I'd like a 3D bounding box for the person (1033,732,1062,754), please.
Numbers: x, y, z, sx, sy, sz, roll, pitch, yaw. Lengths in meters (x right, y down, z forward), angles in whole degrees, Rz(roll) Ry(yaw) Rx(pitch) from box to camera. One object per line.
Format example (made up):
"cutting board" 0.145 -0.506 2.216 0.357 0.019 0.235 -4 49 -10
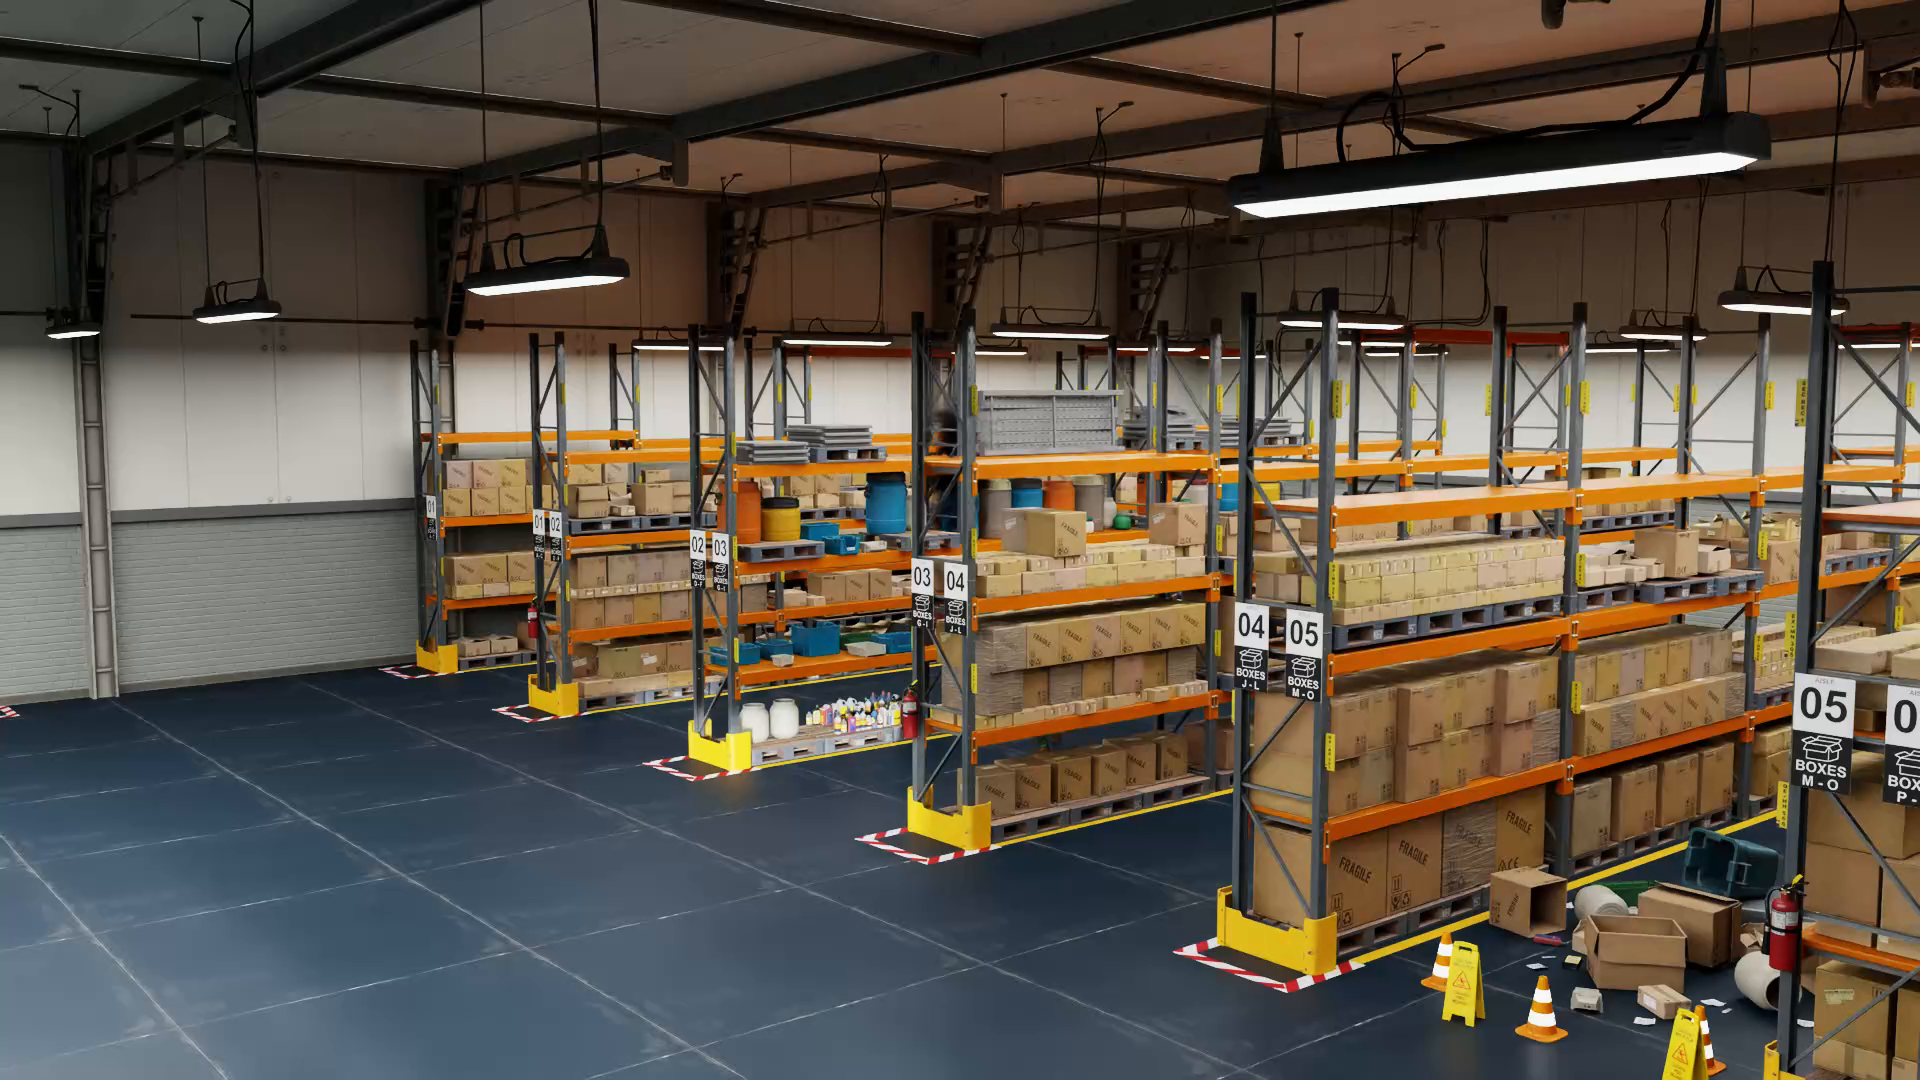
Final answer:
"person" 1.157 2.151 23.304 0.644 1.728 0.626 5 7 43
